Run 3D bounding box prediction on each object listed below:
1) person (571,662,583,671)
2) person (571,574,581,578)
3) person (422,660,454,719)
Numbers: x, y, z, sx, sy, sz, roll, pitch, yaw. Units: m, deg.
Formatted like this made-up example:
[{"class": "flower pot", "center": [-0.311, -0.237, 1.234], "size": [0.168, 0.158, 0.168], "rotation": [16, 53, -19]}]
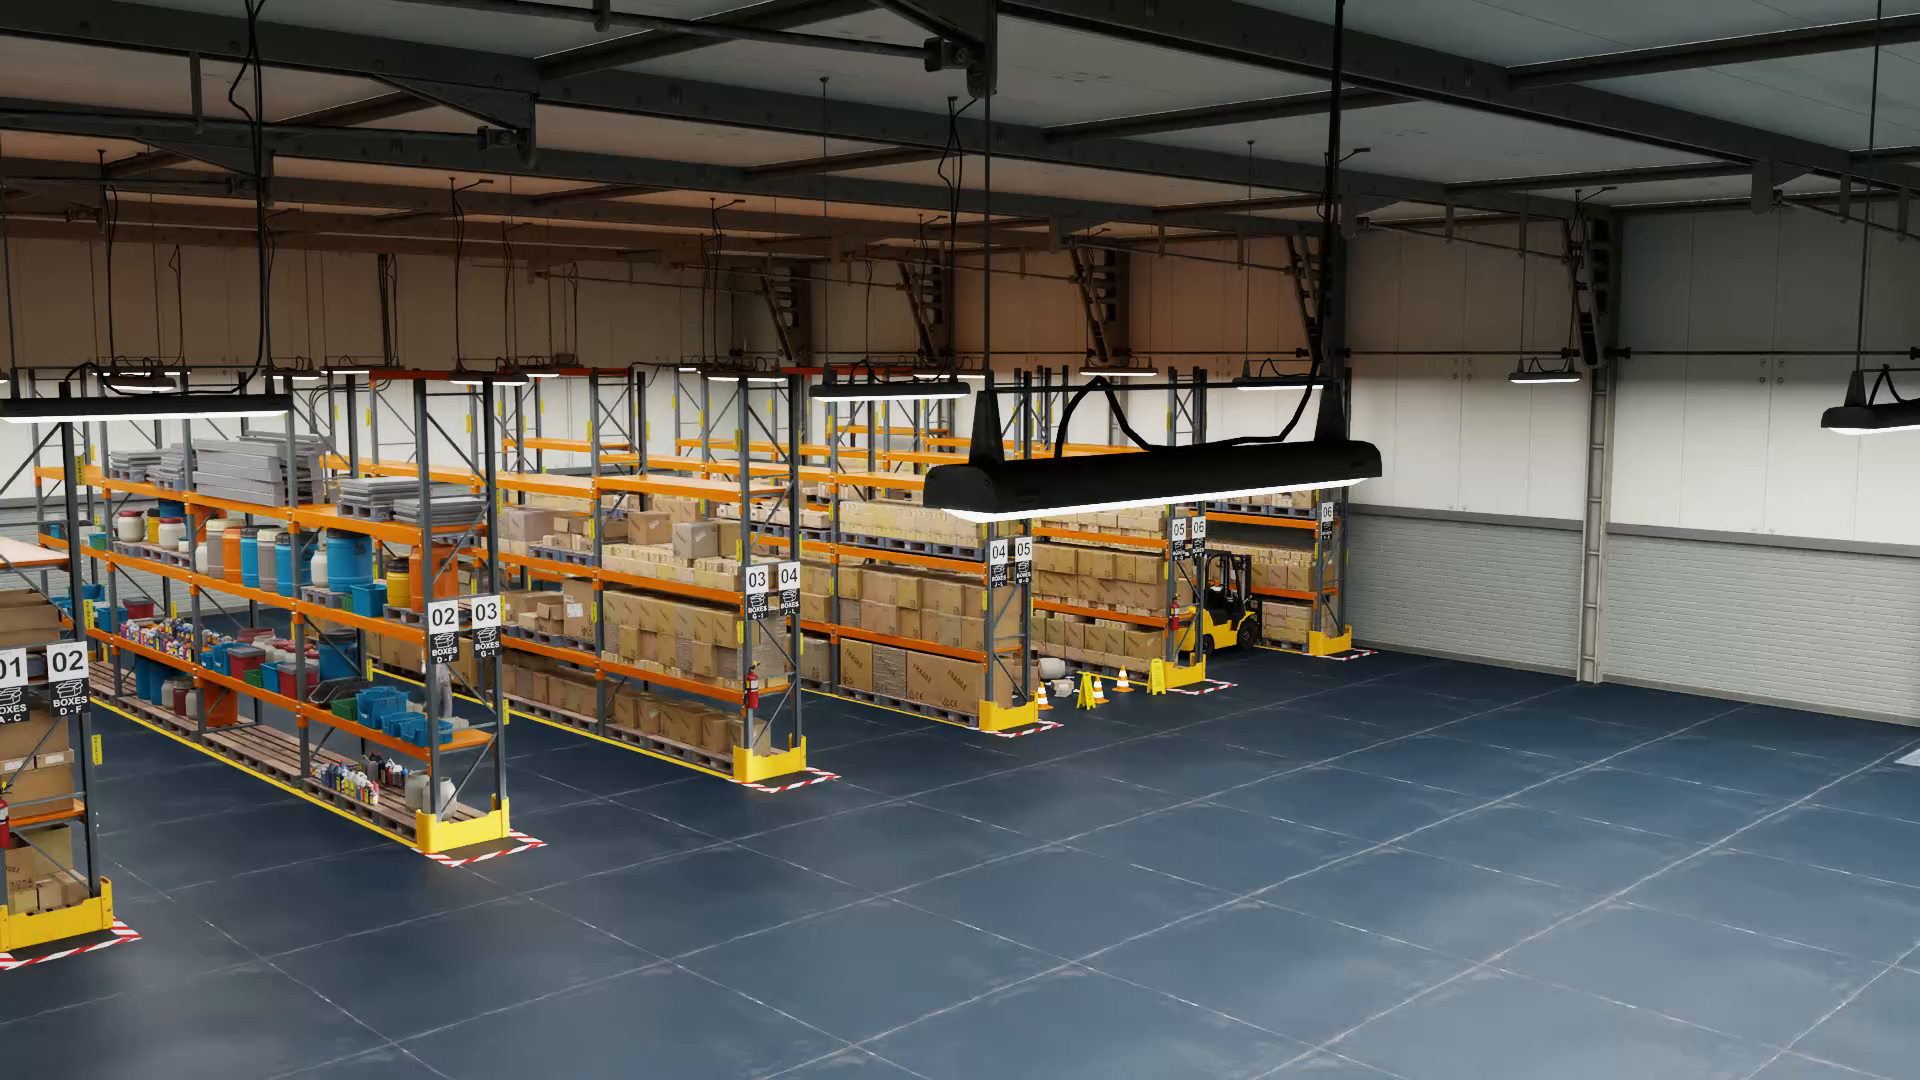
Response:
[{"class": "person", "center": [-7.379, 1.812, 32.324], "size": [0.634, 1.733, 0.698], "rotation": [5, 8, 39]}, {"class": "person", "center": [-7.971, 1.551, 34.790], "size": [0.712, 1.754, 0.932], "rotation": [-6, 9, -44]}, {"class": "person", "center": [-8.671, 2.367, 27.679], "size": [0.890, 1.669, 0.618], "rotation": [4, 8, 33]}]
